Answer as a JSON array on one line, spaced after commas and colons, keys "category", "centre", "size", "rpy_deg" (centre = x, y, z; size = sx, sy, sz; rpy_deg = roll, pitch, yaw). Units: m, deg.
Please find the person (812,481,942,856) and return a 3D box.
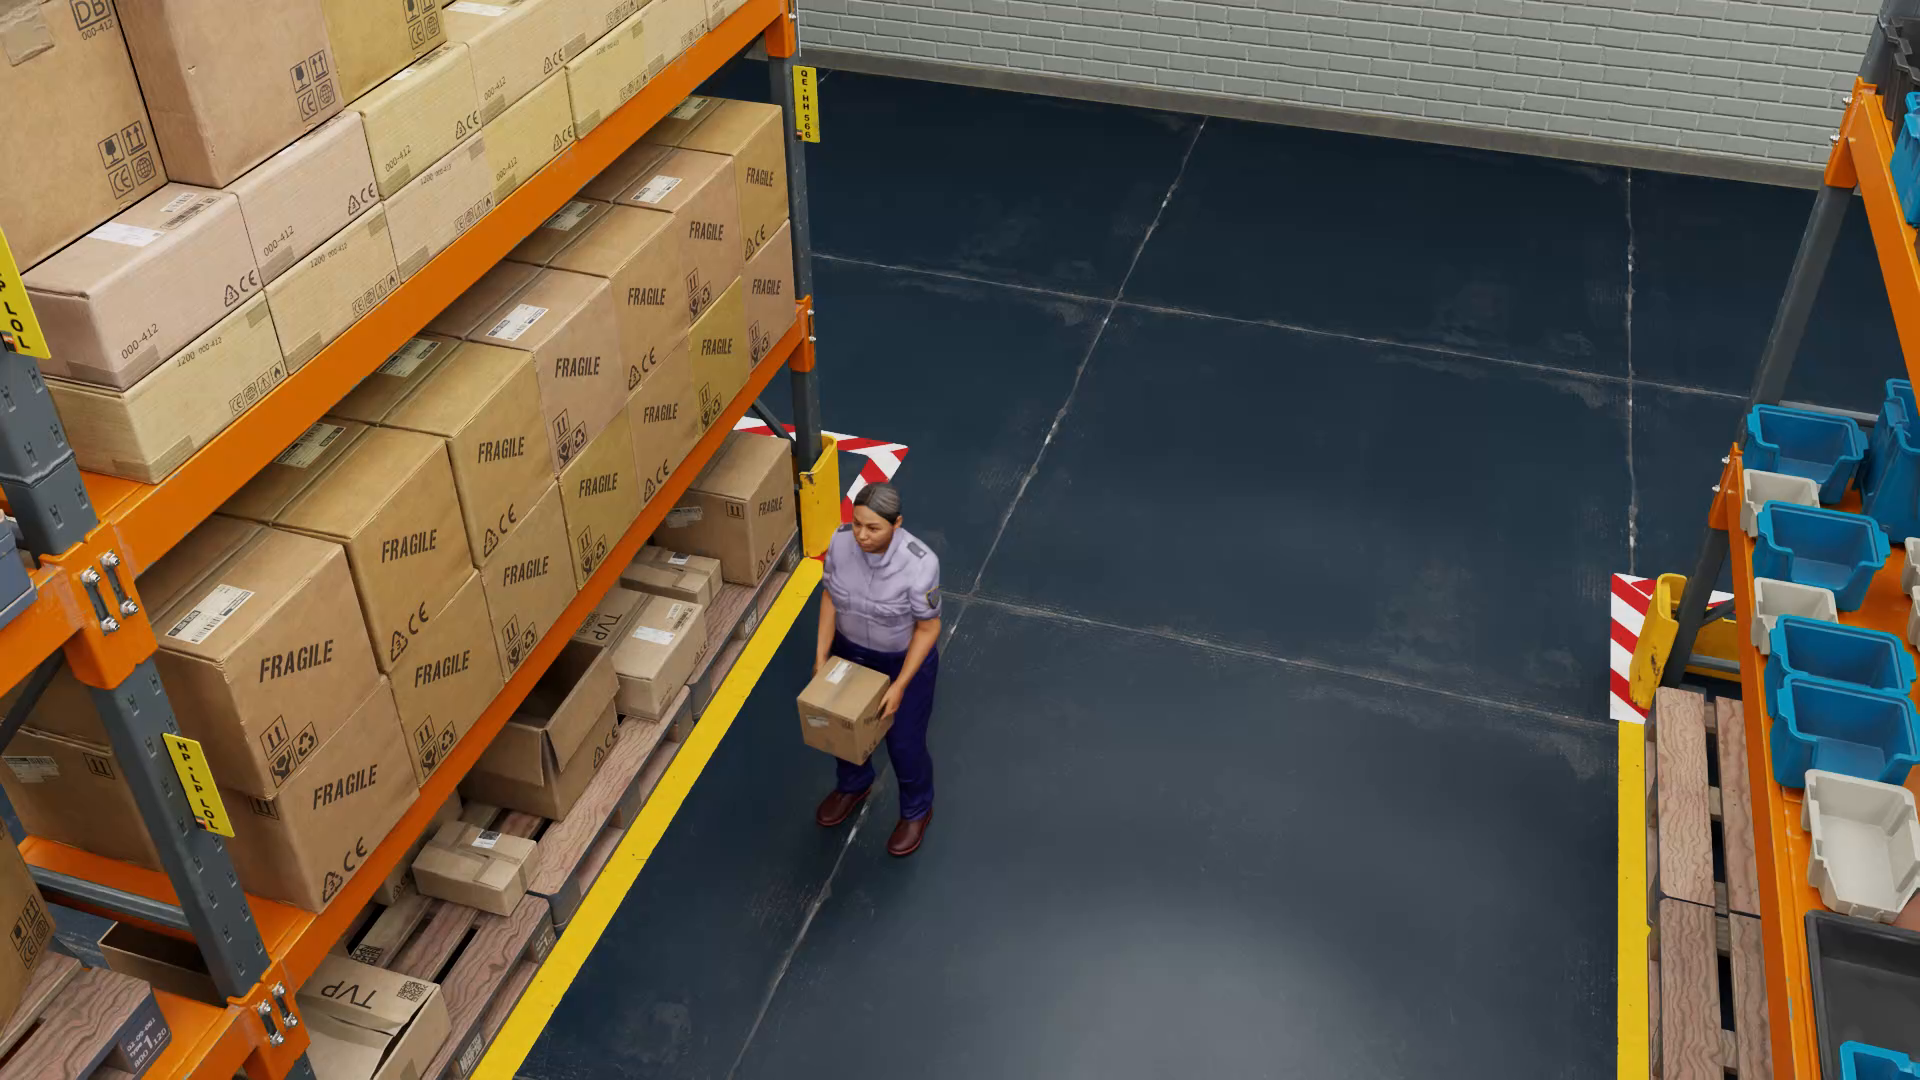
[{"category": "person", "centre": [-0.324, 0.488, 6.251], "size": [0.506, 1.656, 0.389], "rpy_deg": [18, 41, 23]}]
